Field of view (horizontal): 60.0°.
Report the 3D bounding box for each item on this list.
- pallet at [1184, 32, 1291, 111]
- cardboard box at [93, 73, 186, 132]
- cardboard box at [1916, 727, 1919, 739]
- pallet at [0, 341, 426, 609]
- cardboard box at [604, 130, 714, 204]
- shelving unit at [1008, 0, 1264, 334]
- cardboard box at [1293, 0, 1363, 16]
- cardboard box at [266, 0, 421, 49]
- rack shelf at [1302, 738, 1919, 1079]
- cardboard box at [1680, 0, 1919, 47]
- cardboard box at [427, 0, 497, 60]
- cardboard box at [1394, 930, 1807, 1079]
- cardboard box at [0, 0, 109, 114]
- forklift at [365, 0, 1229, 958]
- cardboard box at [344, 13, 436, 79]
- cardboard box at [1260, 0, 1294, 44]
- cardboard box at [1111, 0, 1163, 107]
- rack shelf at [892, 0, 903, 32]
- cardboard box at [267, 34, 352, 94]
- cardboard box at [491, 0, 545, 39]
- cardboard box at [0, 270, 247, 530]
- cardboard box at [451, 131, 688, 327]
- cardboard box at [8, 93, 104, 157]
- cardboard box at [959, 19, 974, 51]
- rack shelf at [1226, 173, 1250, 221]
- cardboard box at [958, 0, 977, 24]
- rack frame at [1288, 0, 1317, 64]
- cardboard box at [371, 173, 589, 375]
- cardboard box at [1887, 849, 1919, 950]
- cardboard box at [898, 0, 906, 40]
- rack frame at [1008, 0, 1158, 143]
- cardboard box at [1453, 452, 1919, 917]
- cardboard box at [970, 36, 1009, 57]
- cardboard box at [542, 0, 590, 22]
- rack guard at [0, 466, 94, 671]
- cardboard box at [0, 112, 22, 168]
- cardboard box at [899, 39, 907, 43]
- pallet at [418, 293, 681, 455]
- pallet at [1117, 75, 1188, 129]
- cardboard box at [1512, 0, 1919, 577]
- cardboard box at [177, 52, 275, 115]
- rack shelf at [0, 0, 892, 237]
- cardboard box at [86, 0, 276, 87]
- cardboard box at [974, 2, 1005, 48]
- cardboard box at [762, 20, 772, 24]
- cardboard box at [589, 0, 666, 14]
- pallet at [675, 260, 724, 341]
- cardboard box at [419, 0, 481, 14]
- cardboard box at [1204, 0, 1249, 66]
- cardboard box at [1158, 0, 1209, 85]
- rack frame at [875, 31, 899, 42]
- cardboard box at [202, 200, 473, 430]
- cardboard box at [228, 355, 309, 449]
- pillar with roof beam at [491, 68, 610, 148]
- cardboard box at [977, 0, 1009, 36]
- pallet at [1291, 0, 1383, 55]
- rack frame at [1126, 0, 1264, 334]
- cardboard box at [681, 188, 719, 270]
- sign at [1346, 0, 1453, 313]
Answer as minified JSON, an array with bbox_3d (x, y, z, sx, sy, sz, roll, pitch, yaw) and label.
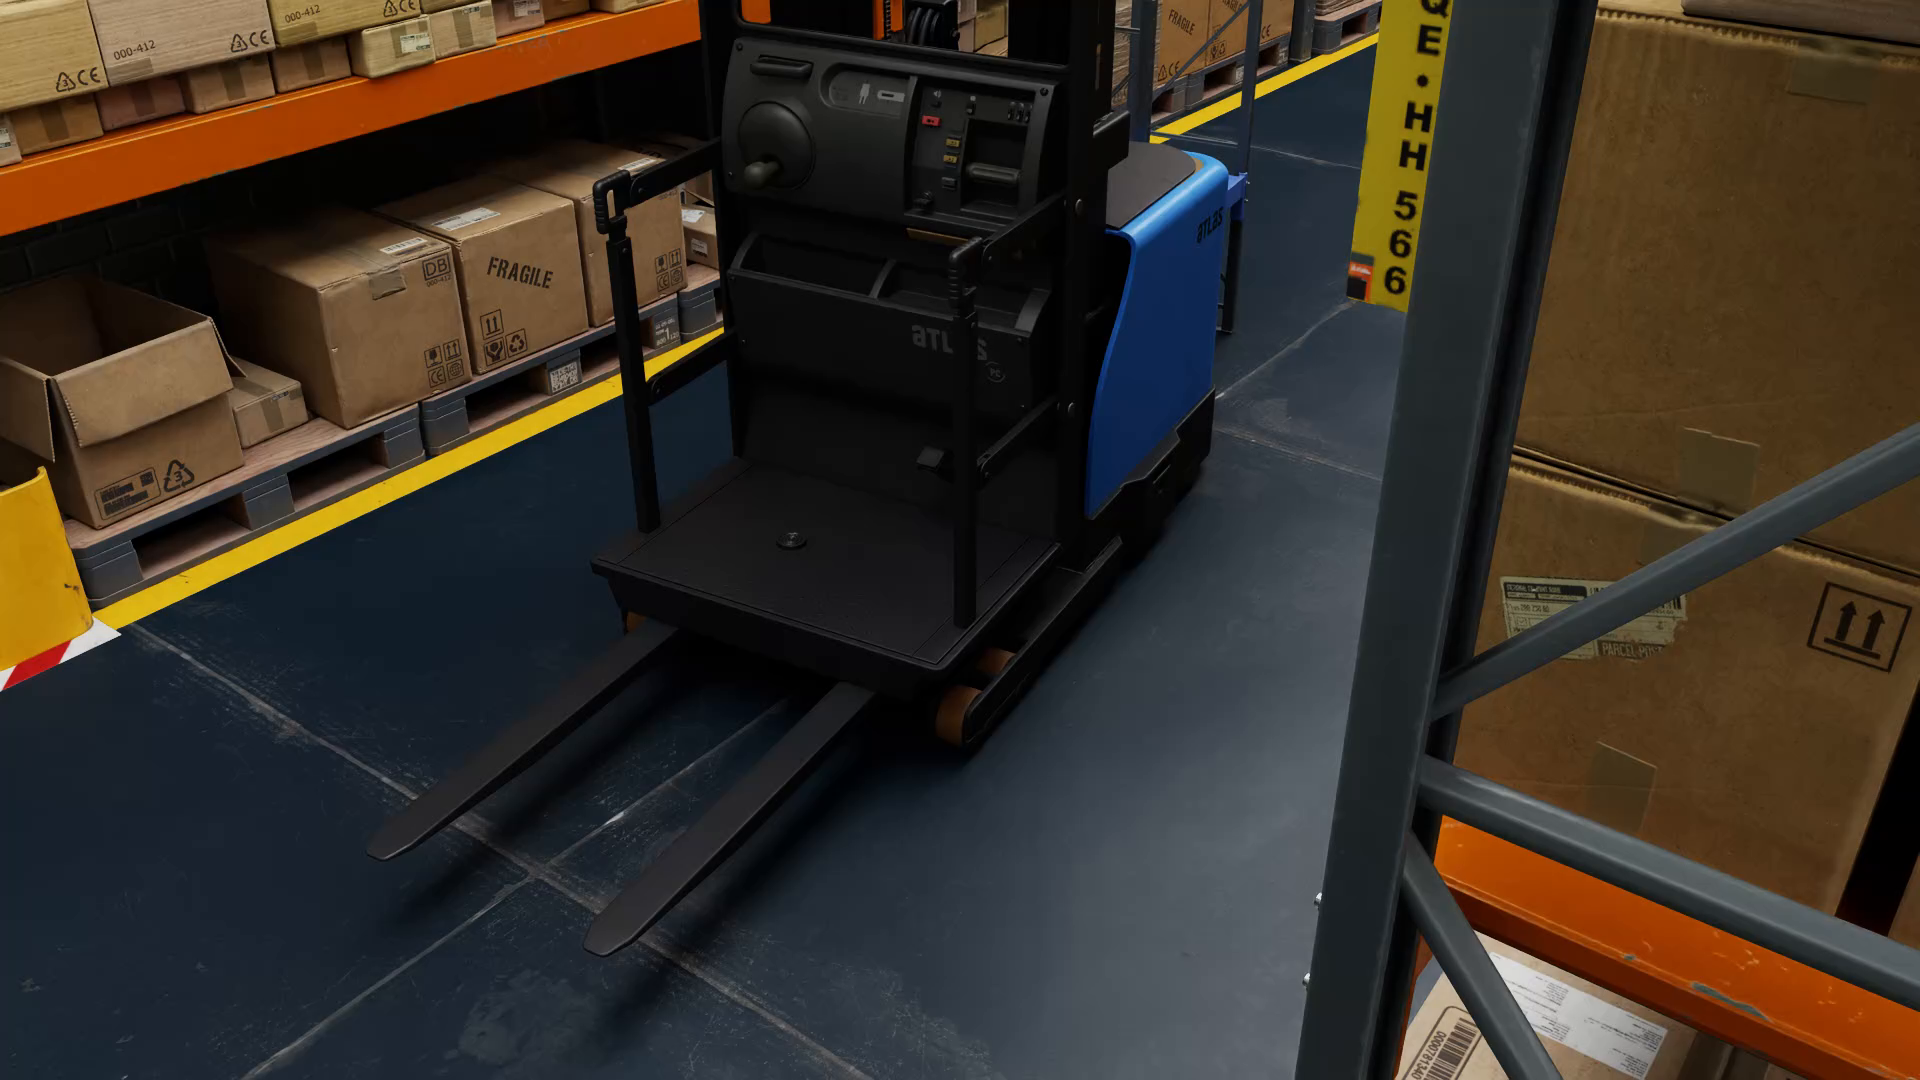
[{"bbox_3d":[1.241,-2.883,9.908,1.003,0.211,1.213,21,37,31],"label":"pallet"},{"bbox_3d":[-2.442,-1.299,4.746,0.380,0.149,0.250,21,36,31],"label":"cardboard box"},{"bbox_3d":[1.248,-0.117,2.407,0.500,0.500,0.500,20,36,30],"label":"cardboard box"},{"bbox_3d":[-2.581,-0.278,5.513,1.003,0.211,1.213,21,37,31],"label":"pallet"},{"bbox_3d":[-1.280,-1.577,7.194,0.500,0.311,0.500,23,37,33],"label":"cardboard box"},{"bbox_3d":[0.626,-1.305,5.981,0.538,1.500,1.048,15,34,24],"label":"shelving unit"},{"bbox_3d":[2.110,-3.783,10.608,0.875,0.625,0.625,22,37,33],"label":"cardboard box"},{"bbox_3d":[-2.011,-1.700,5.031,0.500,0.250,0.500,20,36,30],"label":"cardboard box"},{"bbox_3d":[2.060,-0.100,3.183,1.077,0.370,4.000,21,37,31],"label":"rack shelf"},{"bbox_3d":[0.910,-0.556,1.532,0.380,0.149,0.250,22,37,32],"label":"cardboard box"},{"bbox_3d":[-1.730,-1.686,5.398,0.380,0.149,0.250,22,37,32],"label":"cardboard box"},{"bbox_3d":[1.171,1.026,2.678,0.875,0.438,0.875,20,36,30],"label":"cardboard box"},{"bbox_3d":[-2.618,-1.288,4.336,0.500,0.250,0.500,21,37,32],"label":"cardboard box"},{"bbox_3d":[-0.297,-0.981,4.030,1.130,2.935,3.031,15,34,24],"label":"forklift"},{"bbox_3d":[-1.872,-1.572,5.207,0.380,0.149,0.250,20,36,30],"label":"cardboard box"},{"bbox_3d":[1.638,-3.242,9.818,0.500,0.500,0.500,22,37,33],"label":"cardboard box"},{"bbox_3d":[0.715,-2.611,8.754,0.500,0.500,0.500,20,36,30],"label":"cardboard box"},{"bbox_3d":[0.515,-3.252,8.501,1.077,0.370,4.000,21,37,31],"label":"rack shelf"},{"bbox_3d":[-2.085,-1.493,5.073,0.380,0.149,0.250,22,37,32],"label":"cardboard box"},{"bbox_3d":[-1.629,-1.812,5.611,0.380,0.149,0.250,21,37,31],"label":"cardboard box"},{"bbox_3d":[-2.662,-0.449,5.102,0.797,0.503,0.637,20,36,29],"label":"cardboard box"},{"bbox_3d":[-1.488,-1.205,6.381,0.700,0.500,0.500,20,36,30],"label":"cardboard box"},{"bbox_3d":[-2.573,-1.182,4.548,0.380,0.149,0.250,22,37,32],"label":"cardboard box"},{"bbox_3d":[-0.158,-2.333,7.649,0.380,0.149,0.250,20,36,30],"label":"cardboard box"},{"bbox_3d":[0.626,-1.150,6.073,0.538,0.185,1.000,15,34,24],"label":"rack shelf"},{"bbox_3d":[-0.145,-2.445,7.546,0.380,0.149,0.250,19,36,29],"label":"cardboard box"},{"bbox_3d":[1.722,-4.375,9.689,1.000,3.000,0.127,21,37,31],"label":"rack frame"},{"bbox_3d":[-1.716,-0.967,5.980,0.500,0.500,0.500,22,37,32],"label":"cardboard box"},{"bbox_3d":[1.371,0.253,1.782,0.500,0.500,0.500,21,36,31],"label":"cardboard box"},{"bbox_3d":[-0.312,-2.344,7.374,0.380,0.149,0.250,20,36,30],"label":"cardboard box"},{"bbox_3d":[0.384,-1.077,5.597,0.500,1.500,0.032,15,34,24],"label":"rack frame"},{"bbox_3d":[0.933,0.083,2.070,0.500,0.500,0.500,21,37,32],"label":"cardboard box"},{"bbox_3d":[0.093,-2.201,8.061,0.500,0.500,0.500,21,36,31],"label":"cardboard box"},{"bbox_3d":[-1.518,-1.926,5.805,0.380,0.149,0.250,22,37,32],"label":"cardboard box"},{"bbox_3d":[-3.061,-0.078,4.892,1.175,0.500,0.348,21,37,31],"label":"rack guard"},{"bbox_3d":[-2.690,-1.064,4.350,0.380,0.149,0.250,21,36,31],"label":"cardboard box"},{"bbox_3d":[-0.264,-2.197,7.419,0.380,0.149,0.250,23,38,33],"label":"cardboard box"},{"bbox_3d":[-1.844,-0.772,6.346,1.003,0.211,1.213,21,37,31],"label":"pallet"},{"bbox_3d":[0.505,-2.389,9.075,1.003,0.211,1.213,21,37,31],"label":"pallet"},{"bbox_3d":[0.954,-0.339,1.801,0.500,0.500,0.500,22,37,33],"label":"cardboard box"},{"bbox_3d":[-2.241,-1.383,4.888,0.380,0.149,0.250,22,37,33],"label":"cardboard box"},{"bbox_3d":[-1.900,-1.626,5.758,1.077,0.370,4.000,21,37,31],"label":"rack shelf"},{"bbox_3d":[-2.314,-1.493,4.682,0.500,0.250,0.500,22,37,32],"label":"cardboard box"},{"bbox_3d":[-0.012,-2.441,7.831,0.380,0.149,0.250,19,36,29],"label":"cardboard box"},{"bbox_3d":[-0.700,-2.371,7.713,0.380,0.149,0.250,20,36,29],"label":"cardboard box"},{"bbox_3d":[-1.273,-1.997,5.924,0.380,0.149,0.250,21,36,31],"label":"cardboard box"},{"bbox_3d":[-1.108,-1.270,7.186,1.003,0.211,1.213,21,37,31],"label":"pallet"},{"bbox_3d":[-1.719,-1.914,5.393,0.500,0.250,0.500,20,36,30],"label":"cardboard box"},{"bbox_3d":[1.328,-3.042,9.480,0.500,0.500,0.500,21,36,31],"label":"cardboard box"},{"bbox_3d":[1.014,-2.828,9.120,0.500,0.500,0.500,23,38,33],"label":"cardboard box"},{"bbox_3d":[-0.692,-2.749,6.946,1.000,3.000,0.127,21,37,31],"label":"rack frame"},{"bbox_3d":[-2.115,-0.783,5.669,0.700,0.500,0.500,23,38,33],"label":"cardboard box"},{"bbox_3d":[-2.375,-0.457,5.464,0.380,0.149,0.250,20,36,29],"label":"cardboard box"},{"bbox_3d":[1.601,-3.999,3.171,9.100,9.000,0.400,21,37,31],"label":"pillar with roof beam"},{"bbox_3d":[0.142,-2.557,8.026,0.380,0.149,0.250,20,36,30],"label":"cardboard box"},{"bbox_3d":[2.250,-3.498,10.945,1.003,0.211,1.213,21,37,31],"label":"pallet"},{"bbox_3d":[0.869,-1.533,6.366,0.500,1.500,0.032,15,34,24],"label":"rack frame"},{"bbox_3d":[-1.010,-1.291,6.756,0.396,0.266,0.258,23,37,33],"label":"cardboard box"},{"bbox_3d":[0.428,-0.369,1.563,0.100,0.325,0.005,21,37,31],"label":"sign"}]
